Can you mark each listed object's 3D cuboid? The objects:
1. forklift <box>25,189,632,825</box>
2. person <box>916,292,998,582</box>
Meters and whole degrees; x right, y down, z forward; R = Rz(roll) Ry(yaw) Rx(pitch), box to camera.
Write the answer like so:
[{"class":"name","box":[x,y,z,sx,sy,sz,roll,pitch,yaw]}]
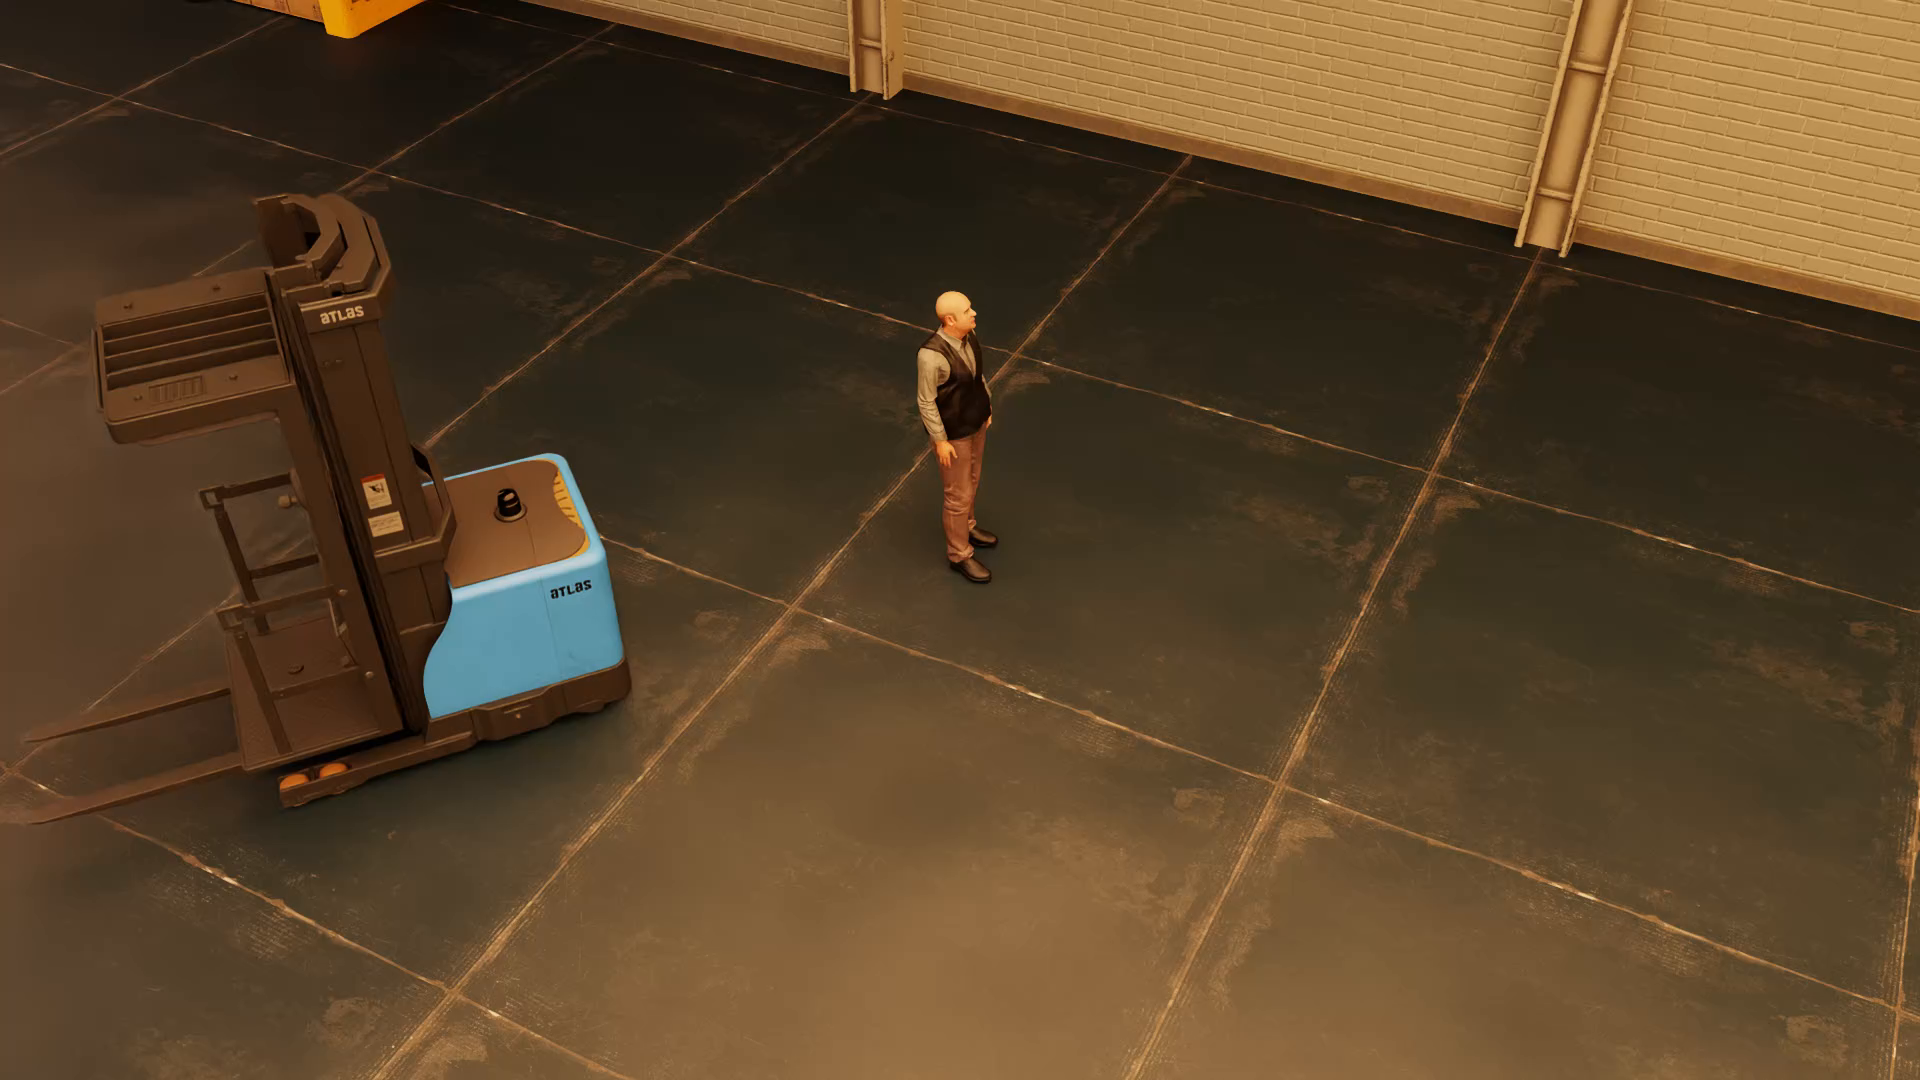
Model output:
[{"class":"forklift","box":[-3.377,-0.133,8.144,3.031,2.935,1.130,-16,43,-18]},{"class":"person","box":[0.051,-0.641,9.675,0.568,1.720,0.632,18,43,21]}]
